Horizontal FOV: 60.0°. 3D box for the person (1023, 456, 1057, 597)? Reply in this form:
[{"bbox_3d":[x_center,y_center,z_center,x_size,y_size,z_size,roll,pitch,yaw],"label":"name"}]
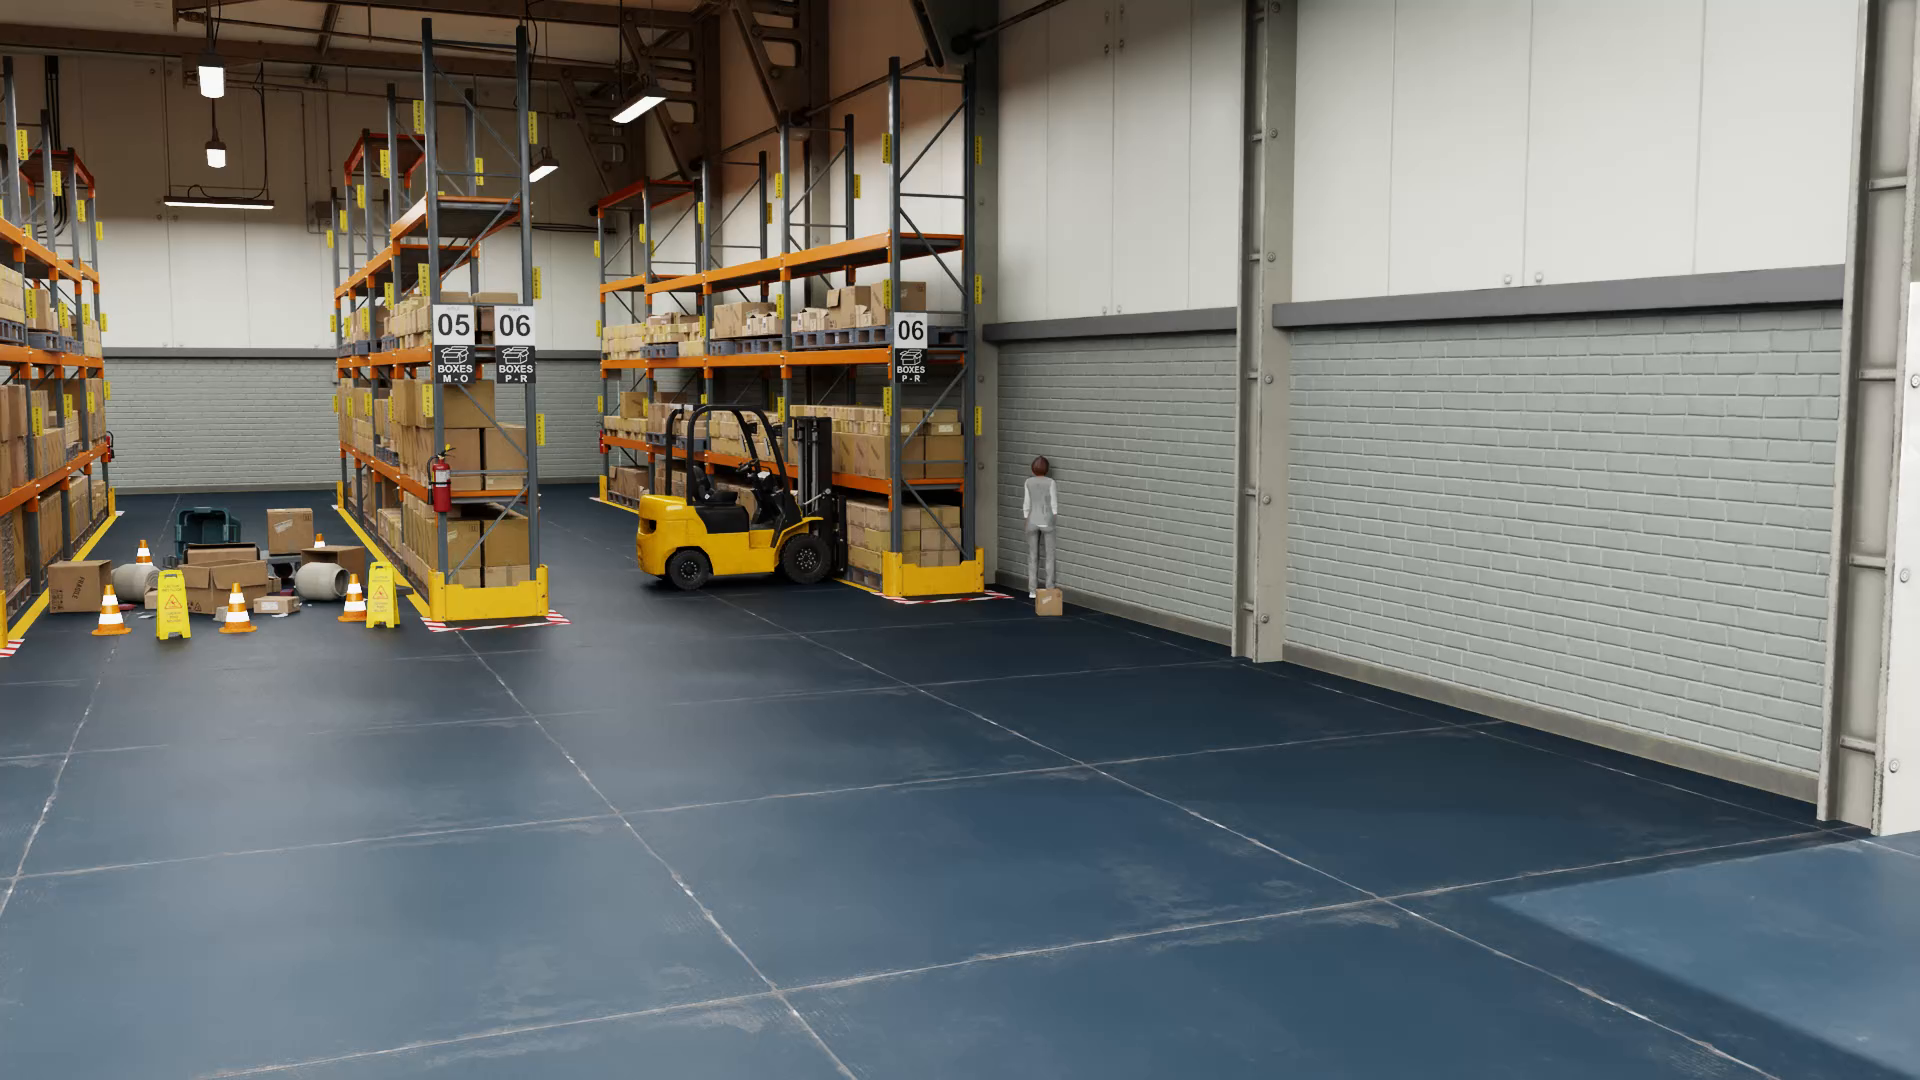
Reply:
[{"bbox_3d":[0.916,-0.143,18.641,0.411,1.602,0.324,1,6,15],"label":"person"}]
